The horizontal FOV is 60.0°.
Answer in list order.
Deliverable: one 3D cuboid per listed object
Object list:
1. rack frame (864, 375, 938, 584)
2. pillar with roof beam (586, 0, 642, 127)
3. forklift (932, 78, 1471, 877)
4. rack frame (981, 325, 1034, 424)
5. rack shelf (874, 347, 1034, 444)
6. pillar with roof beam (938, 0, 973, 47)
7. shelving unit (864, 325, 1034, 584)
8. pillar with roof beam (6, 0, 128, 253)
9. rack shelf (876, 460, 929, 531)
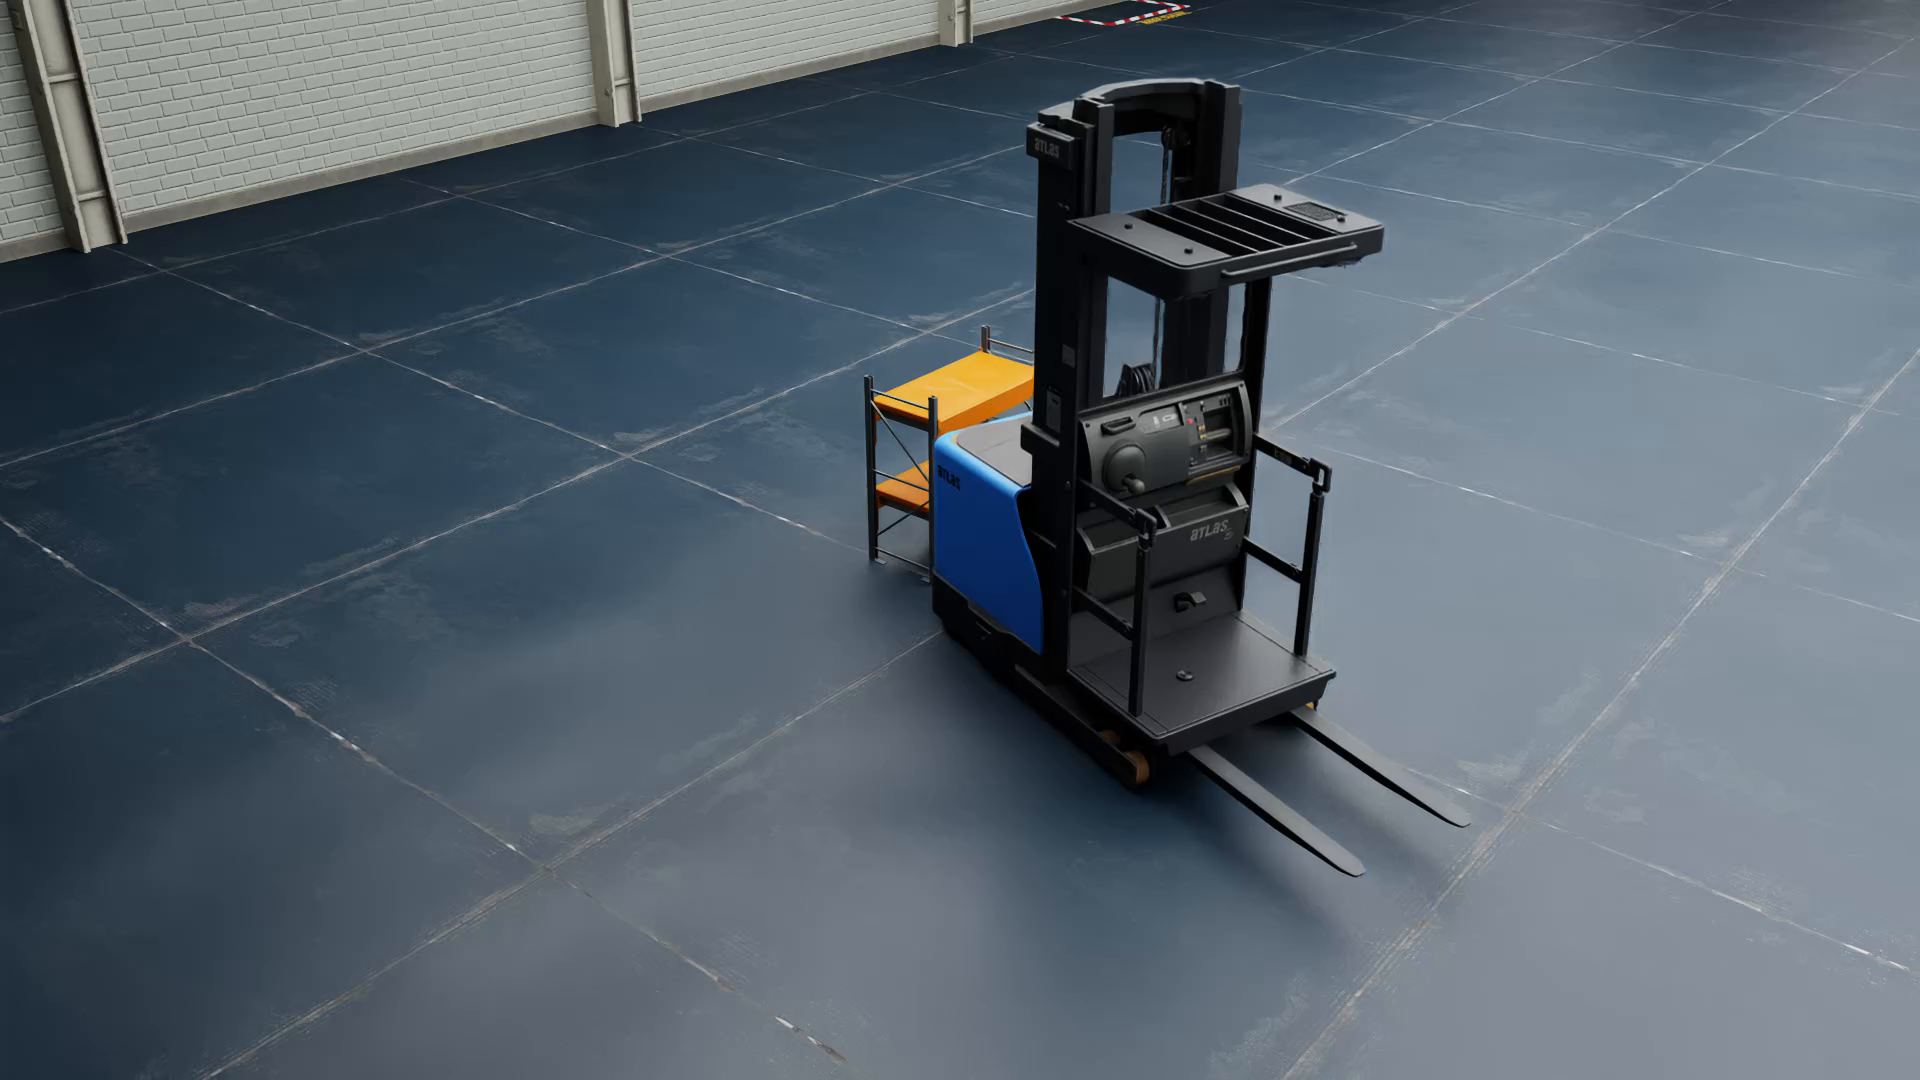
[{"bbox_3d":[-0.319,-0.322,9.148,0.500,1.125,0.032,21,34,34],"label":"rack frame"},{"bbox_3d":[-0.557,-7.506,14.466,9.100,9.000,0.400,21,34,34],"label":"pillar with roof beam"},{"bbox_3d":[1.061,-0.426,7.384,1.130,2.935,3.031,-16,31,-28],"label":"forklift"},{"bbox_3d":[0.328,-0.682,9.845,0.500,1.125,0.032,21,34,34],"label":"rack frame"},{"bbox_3d":[0.004,-0.762,9.362,0.538,0.278,1.000,21,34,34],"label":"rack shelf"},{"bbox_3d":[3.260,-9.634,18.578,9.100,9.000,0.400,21,34,34],"label":"pillar with roof beam"},{"bbox_3d":[0.004,-0.502,9.496,0.538,1.125,1.048,21,34,34],"label":"shelving unit"},{"bbox_3d":[-4.373,-5.379,10.354,9.100,9.000,0.400,21,34,34],"label":"pillar with roof beam"},{"bbox_3d":[0.004,-0.285,9.609,0.538,0.278,1.000,21,34,34],"label":"rack shelf"}]
